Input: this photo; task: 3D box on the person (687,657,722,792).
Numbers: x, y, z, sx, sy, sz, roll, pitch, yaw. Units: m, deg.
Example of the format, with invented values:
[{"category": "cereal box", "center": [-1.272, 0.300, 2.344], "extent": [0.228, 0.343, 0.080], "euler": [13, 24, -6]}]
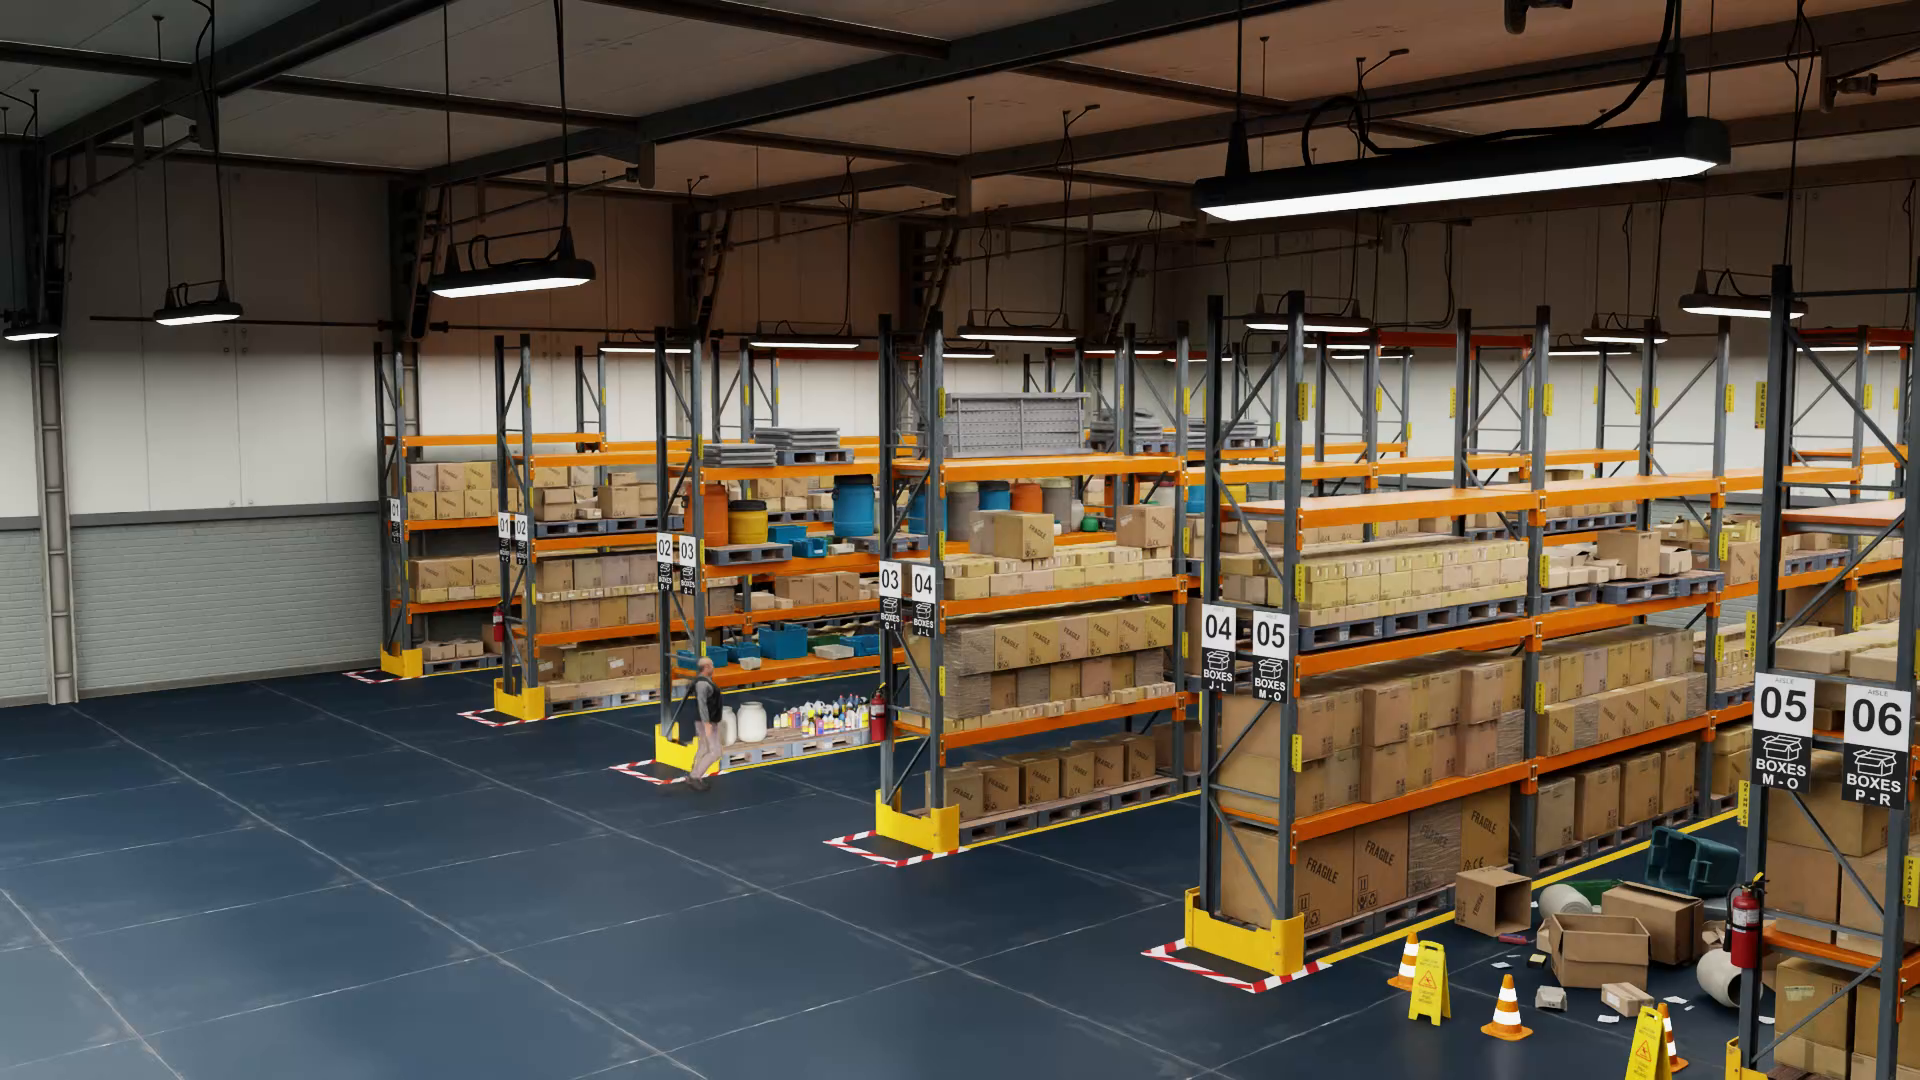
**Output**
[{"category": "person", "center": [-3.276, 2.359, 21.385], "extent": [0.469, 1.702, 0.644], "euler": [0, 5, -1]}]
